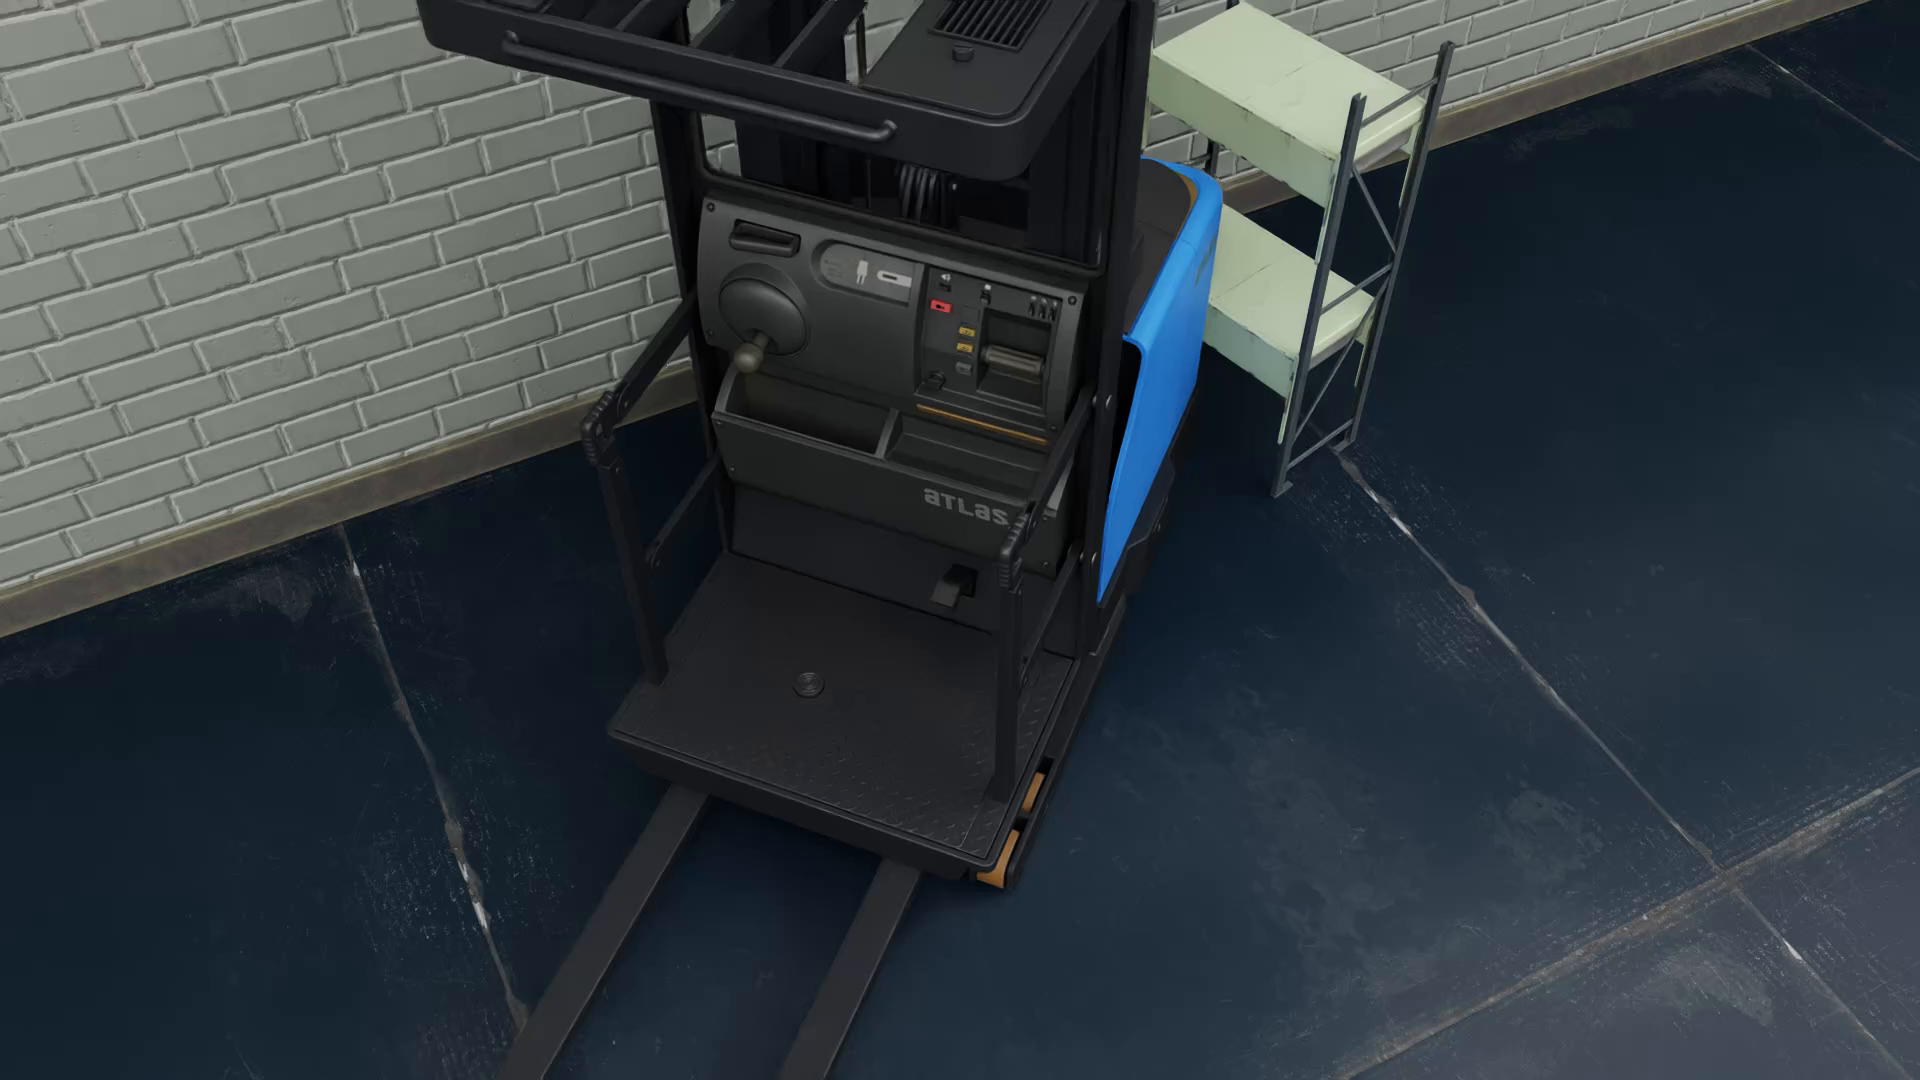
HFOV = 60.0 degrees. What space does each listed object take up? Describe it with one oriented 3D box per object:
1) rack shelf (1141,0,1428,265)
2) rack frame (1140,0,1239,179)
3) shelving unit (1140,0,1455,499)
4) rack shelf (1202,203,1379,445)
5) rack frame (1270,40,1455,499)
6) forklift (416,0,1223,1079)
[{"bbox_3d":[0.916,-1.195,4.780,0.431,0.370,0.720,-34,57,-26],"label":"rack shelf"},{"bbox_3d":[0.674,-1.145,5.255,0.400,1.500,0.023,-34,57,-26],"label":"rack frame"},{"bbox_3d":[0.916,-0.938,5.074,0.431,1.500,0.755,-34,57,-26],"label":"shelving unit"},{"bbox_3d":[0.916,-0.724,5.320,0.431,0.370,0.720,-34,57,-26],"label":"rack shelf"},{"bbox_3d":[1.158,-0.732,4.894,0.400,1.500,0.023,-34,57,-26],"label":"rack frame"},{"bbox_3d":[-0.250,-0.409,3.660,1.130,2.935,3.031,17,51,14],"label":"forklift"}]
